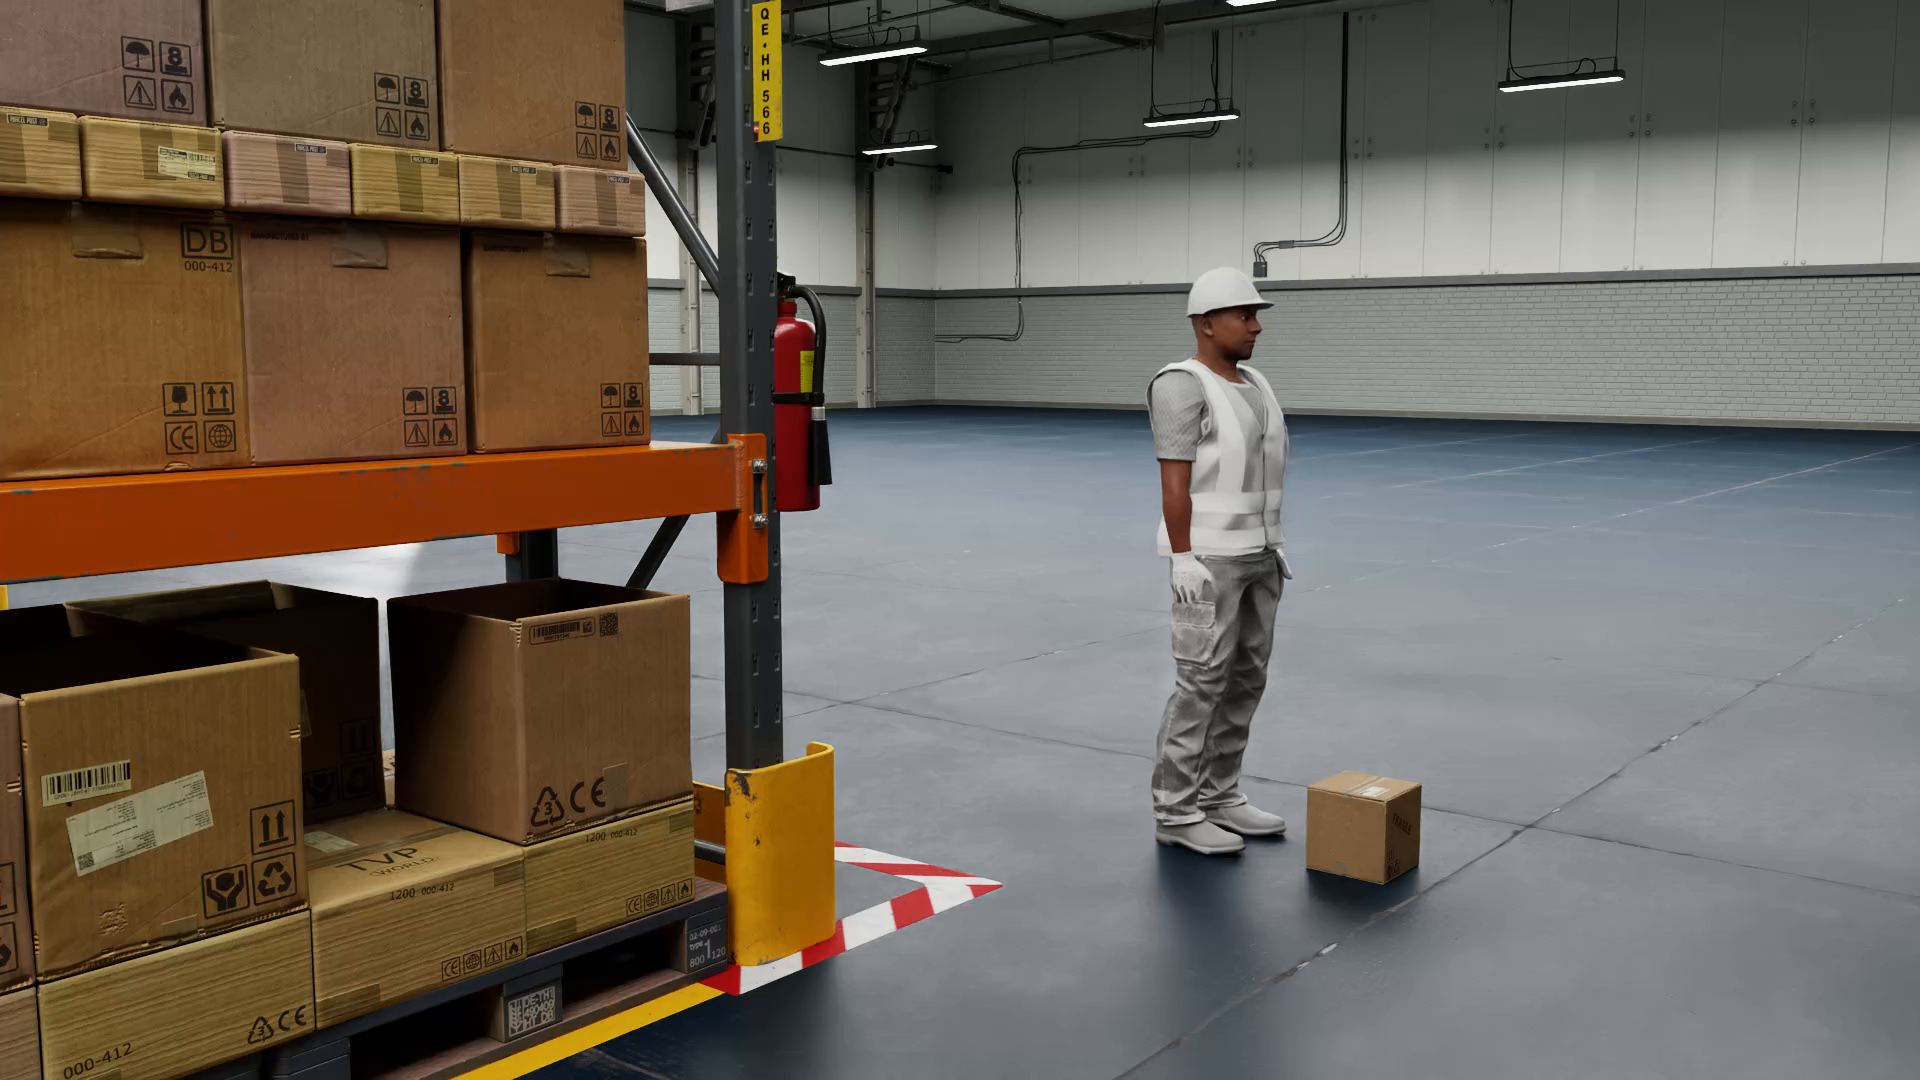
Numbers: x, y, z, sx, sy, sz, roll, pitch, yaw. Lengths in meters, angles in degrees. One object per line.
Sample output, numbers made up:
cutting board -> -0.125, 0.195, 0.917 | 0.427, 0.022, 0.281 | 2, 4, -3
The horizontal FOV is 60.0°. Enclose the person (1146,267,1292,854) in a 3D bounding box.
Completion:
person -> 0.819, 0.054, 5.172 | 0.355, 1.782, 0.545 | 6, 9, 40
